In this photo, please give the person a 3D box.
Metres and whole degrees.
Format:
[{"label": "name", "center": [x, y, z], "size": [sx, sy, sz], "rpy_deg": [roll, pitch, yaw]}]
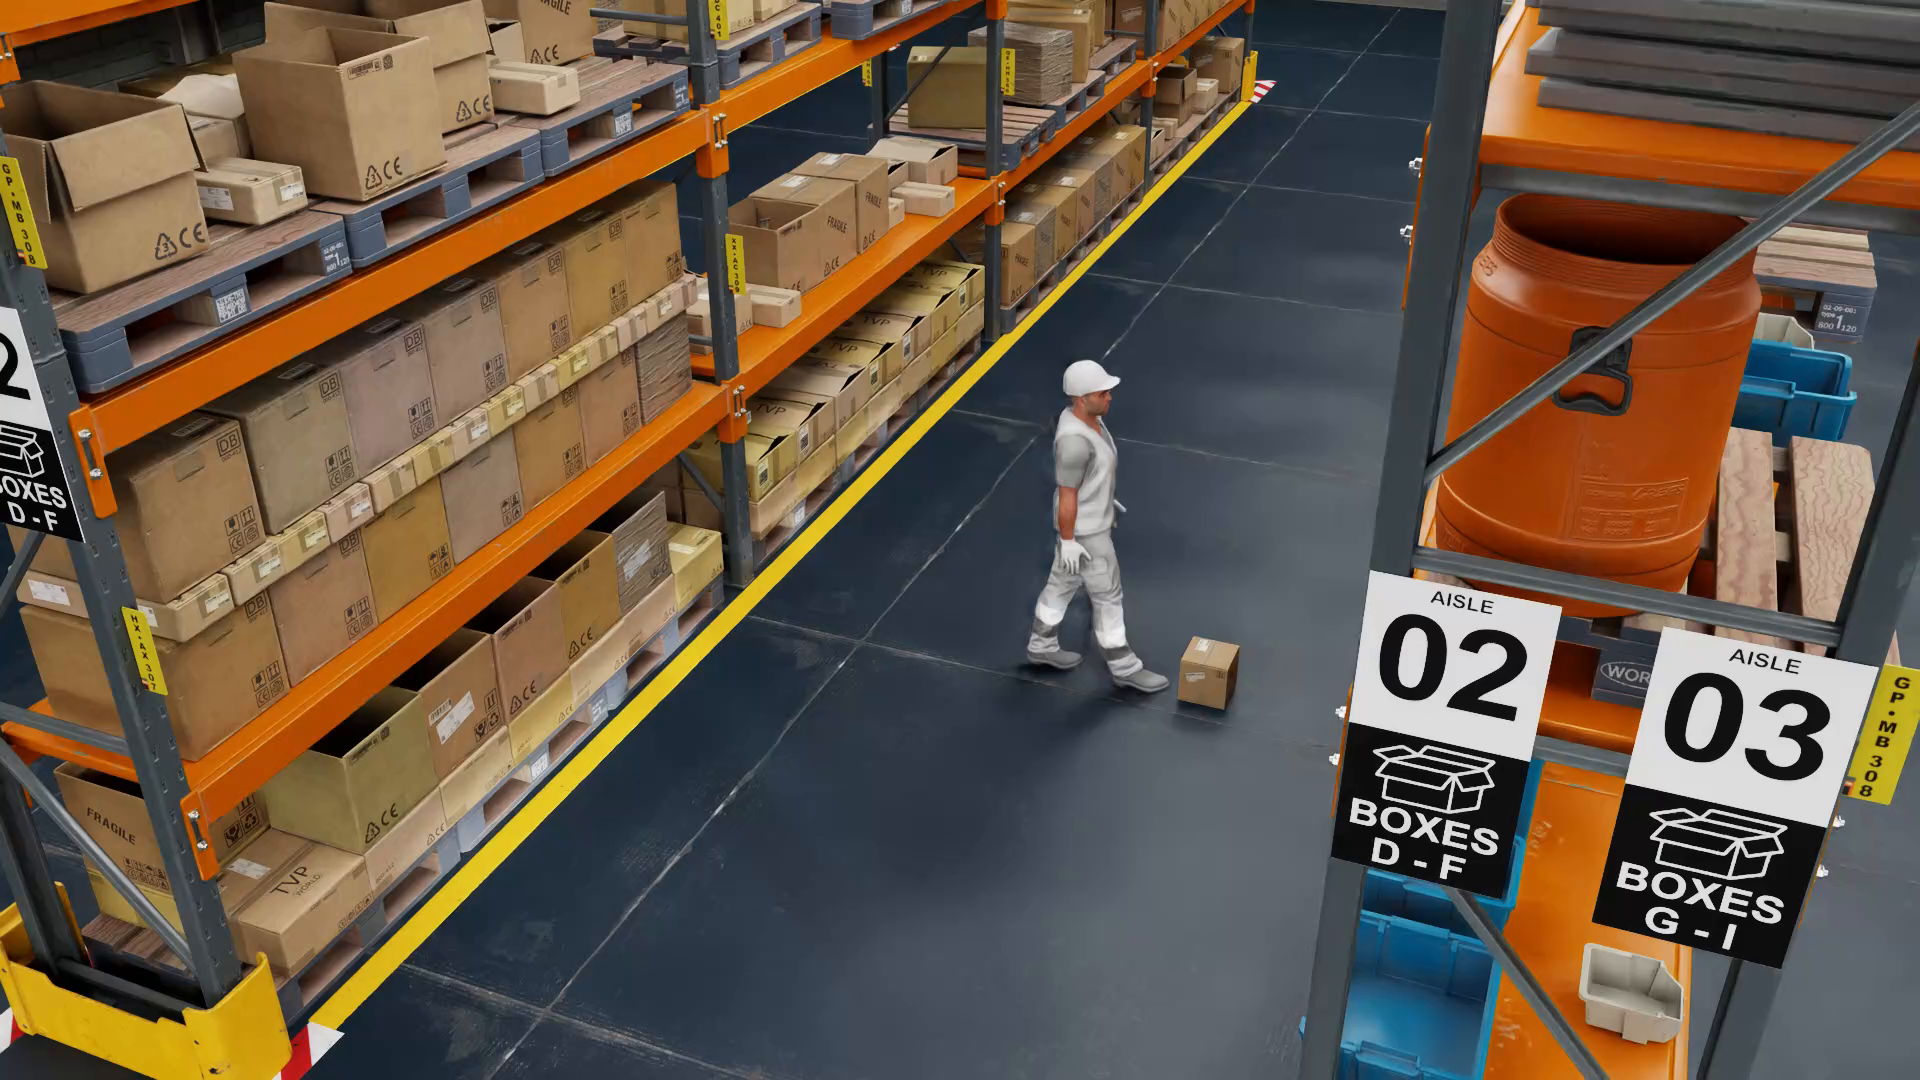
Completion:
[{"label": "person", "center": [0.737, -0.087, 8.497], "size": [0.760, 1.778, 0.544], "rpy_deg": [3, 29, 4]}]
